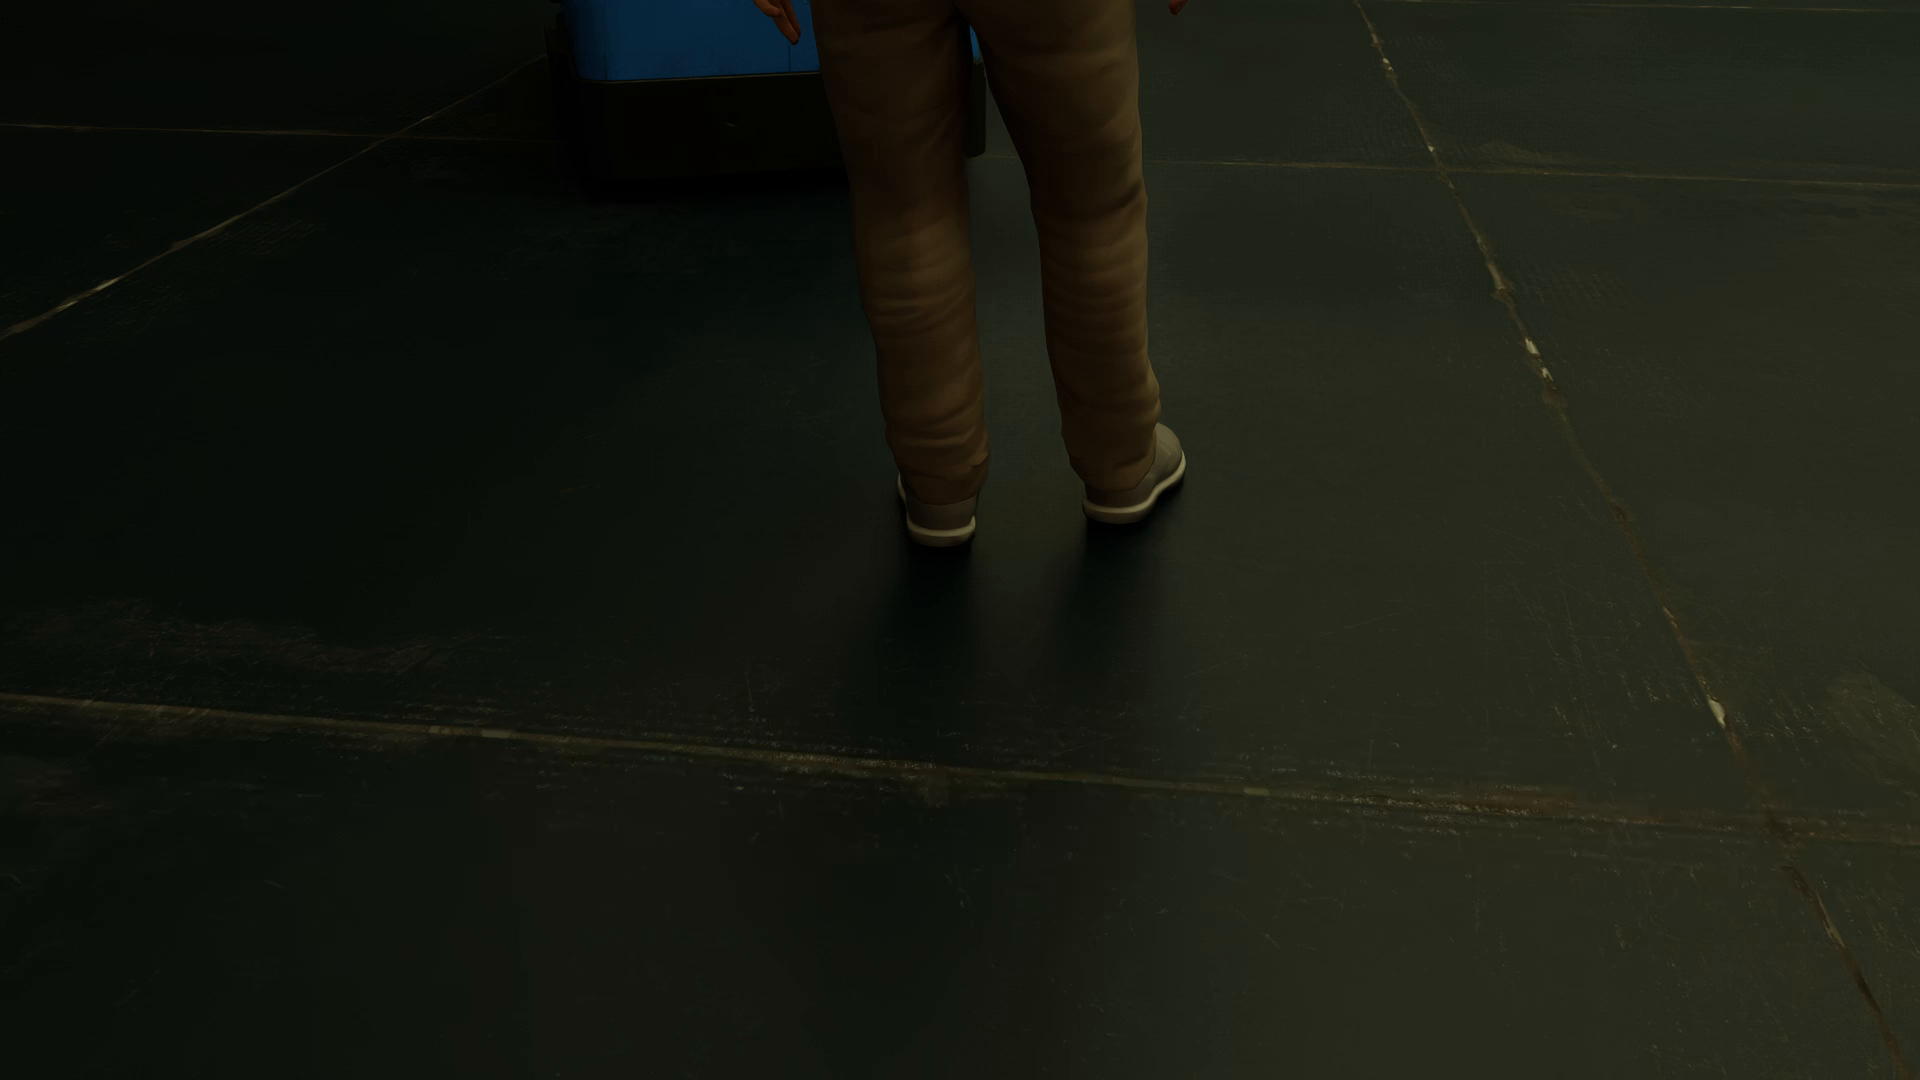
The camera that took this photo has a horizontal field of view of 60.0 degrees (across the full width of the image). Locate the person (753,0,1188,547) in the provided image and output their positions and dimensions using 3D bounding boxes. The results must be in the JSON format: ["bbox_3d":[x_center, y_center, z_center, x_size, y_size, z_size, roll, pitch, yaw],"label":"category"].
[{"bbox_3d":[0.024,-0.819,2.189,0.640,1.727,0.551,3,27,7],"label":"person"}]

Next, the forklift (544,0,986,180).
[{"bbox_3d":[-0.793,-2.842,4.913,1.130,2.935,3.031,-7,27,-13],"label":"forklift"}]
